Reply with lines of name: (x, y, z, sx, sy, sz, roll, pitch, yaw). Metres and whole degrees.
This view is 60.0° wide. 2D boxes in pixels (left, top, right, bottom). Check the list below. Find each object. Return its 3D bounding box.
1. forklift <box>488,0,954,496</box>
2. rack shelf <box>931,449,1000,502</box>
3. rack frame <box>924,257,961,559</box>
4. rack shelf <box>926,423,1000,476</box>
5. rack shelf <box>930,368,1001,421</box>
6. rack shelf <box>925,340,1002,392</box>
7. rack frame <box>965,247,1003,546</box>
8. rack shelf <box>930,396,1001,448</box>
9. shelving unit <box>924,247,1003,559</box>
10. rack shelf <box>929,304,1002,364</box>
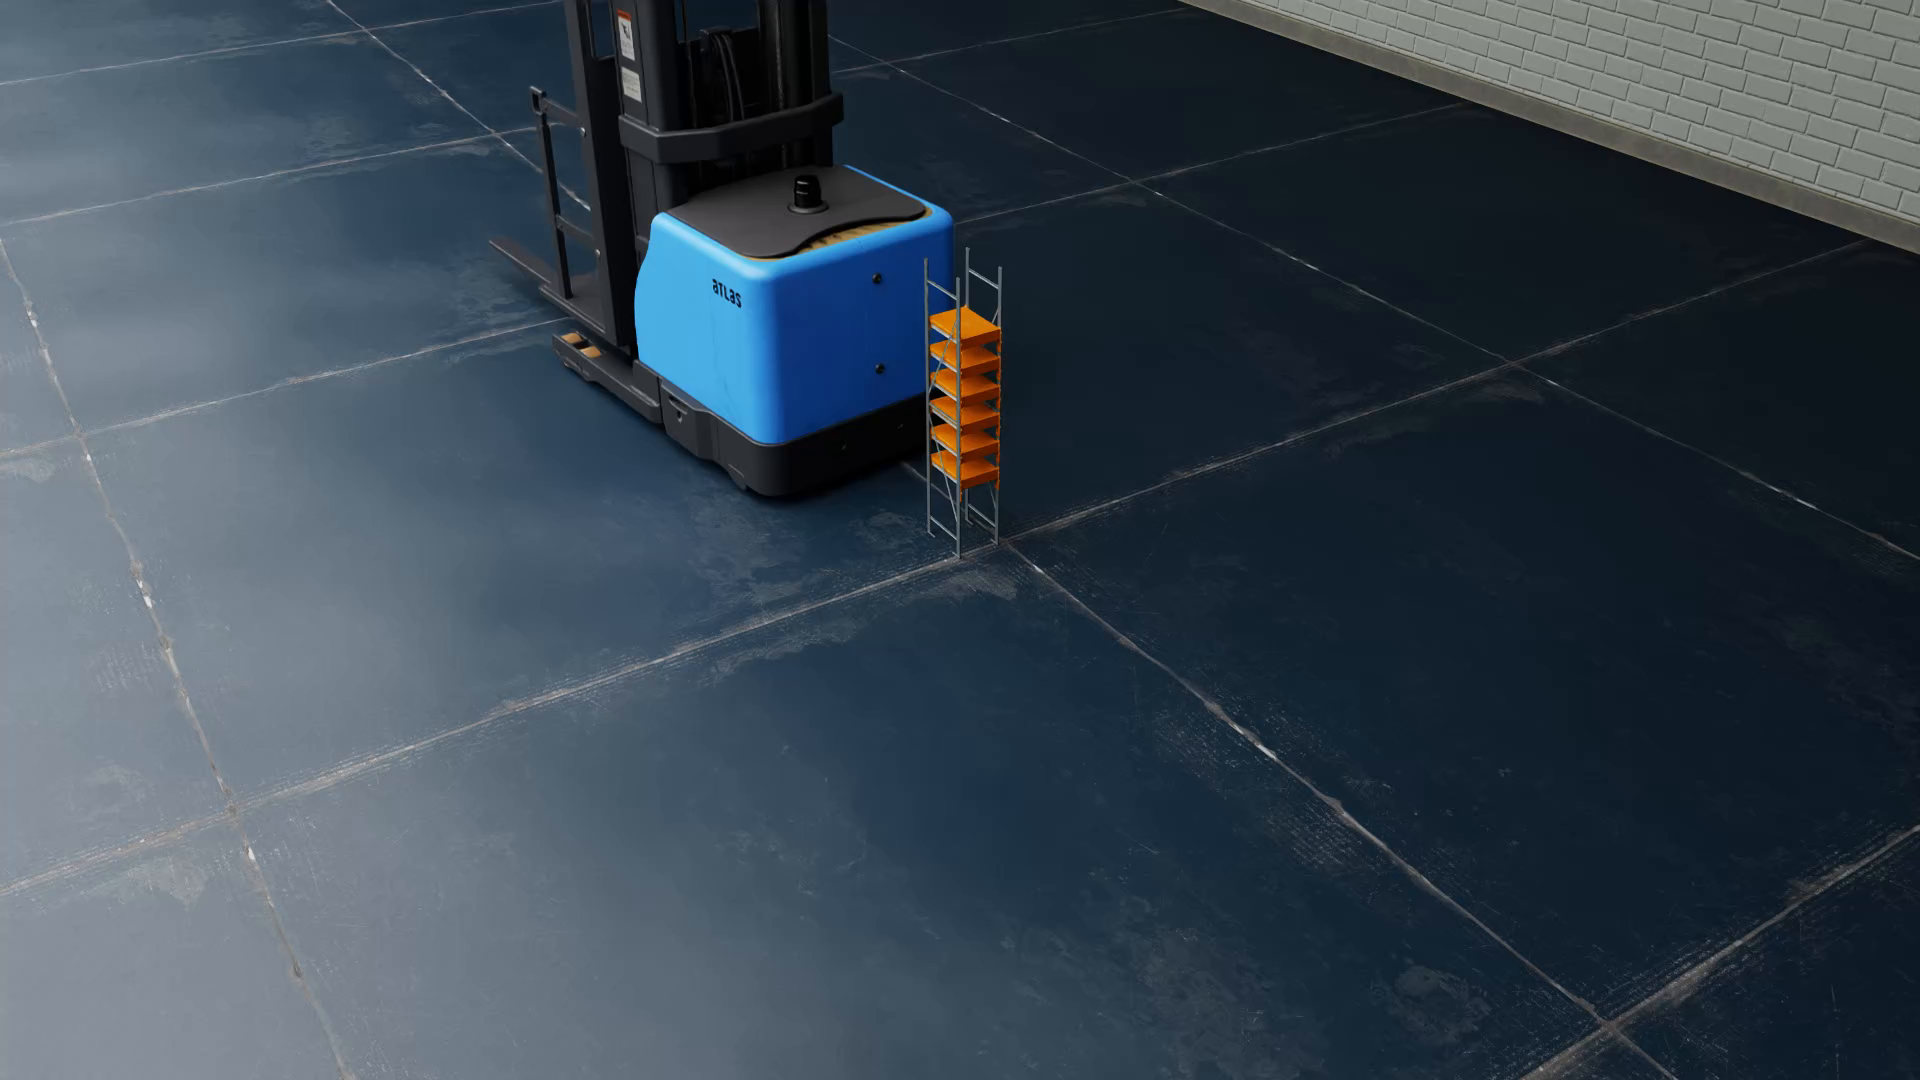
forklift: (-1.320, -2.143, 7.400, 1.130, 2.935, 3.031, -23, 39, -32)
rack shelf: (0.012, -0.271, 6.588, 0.180, 0.103, 0.258, -19, 37, -27)
rack frame: (-0.065, -0.485, 6.395, 0.006, 1.200, 0.240, -19, 37, -27)
rack shelf: (0.012, -0.373, 6.524, 0.180, 0.103, 0.258, -19, 37, -27)
rack shelf: (0.012, -0.576, 6.396, 0.180, 0.103, 0.258, -19, 37, -27)
rack shelf: (0.012, -0.677, 6.332, 0.180, 0.103, 0.258, -19, 37, -27)
rack frame: (0.089, -0.538, 6.478, 0.006, 1.200, 0.240, -19, 37, -27)
rack shelf: (0.012, -0.474, 6.460, 0.180, 0.103, 0.258, -19, 37, -27)
shelving unit: (0.012, -0.512, 6.437, 0.189, 1.200, 0.258, -19, 37, -27)
rack shelf: (0.012, -0.779, 6.268, 0.180, 0.103, 0.258, -19, 37, -27)
